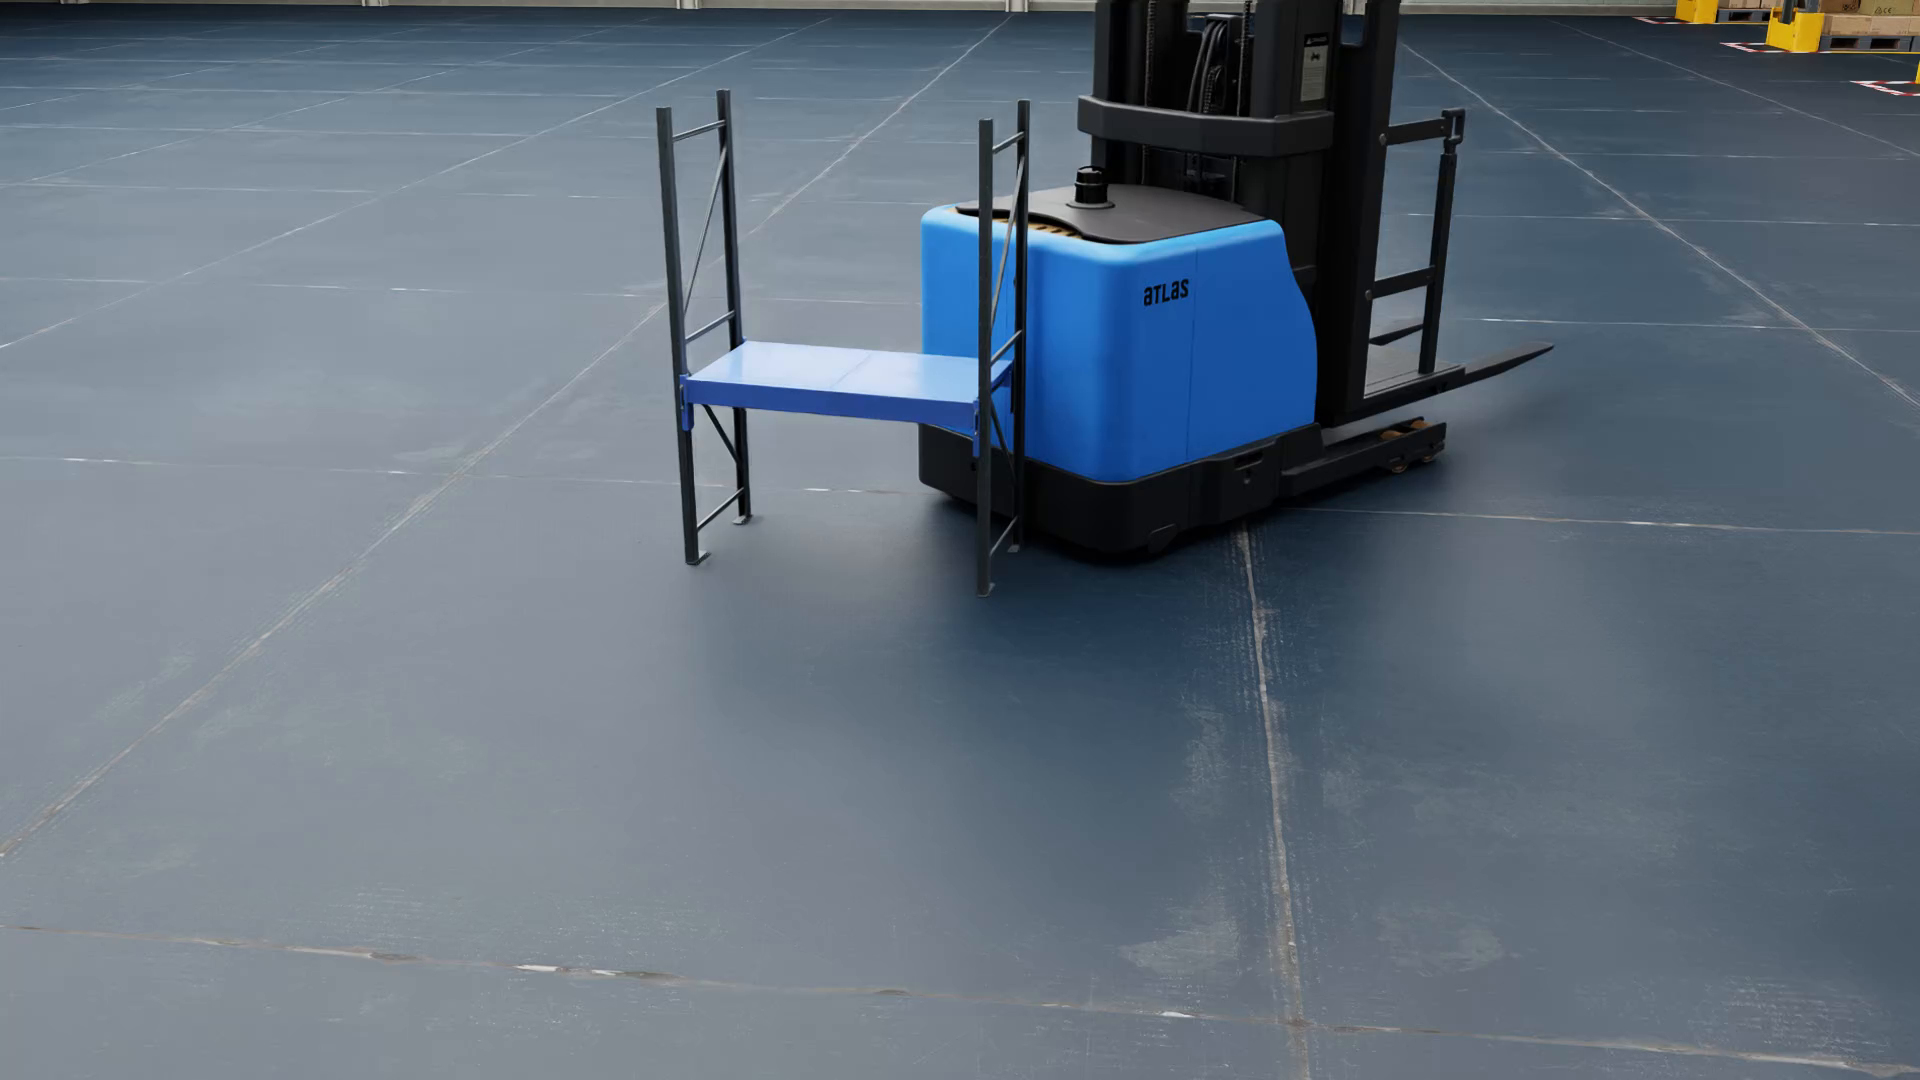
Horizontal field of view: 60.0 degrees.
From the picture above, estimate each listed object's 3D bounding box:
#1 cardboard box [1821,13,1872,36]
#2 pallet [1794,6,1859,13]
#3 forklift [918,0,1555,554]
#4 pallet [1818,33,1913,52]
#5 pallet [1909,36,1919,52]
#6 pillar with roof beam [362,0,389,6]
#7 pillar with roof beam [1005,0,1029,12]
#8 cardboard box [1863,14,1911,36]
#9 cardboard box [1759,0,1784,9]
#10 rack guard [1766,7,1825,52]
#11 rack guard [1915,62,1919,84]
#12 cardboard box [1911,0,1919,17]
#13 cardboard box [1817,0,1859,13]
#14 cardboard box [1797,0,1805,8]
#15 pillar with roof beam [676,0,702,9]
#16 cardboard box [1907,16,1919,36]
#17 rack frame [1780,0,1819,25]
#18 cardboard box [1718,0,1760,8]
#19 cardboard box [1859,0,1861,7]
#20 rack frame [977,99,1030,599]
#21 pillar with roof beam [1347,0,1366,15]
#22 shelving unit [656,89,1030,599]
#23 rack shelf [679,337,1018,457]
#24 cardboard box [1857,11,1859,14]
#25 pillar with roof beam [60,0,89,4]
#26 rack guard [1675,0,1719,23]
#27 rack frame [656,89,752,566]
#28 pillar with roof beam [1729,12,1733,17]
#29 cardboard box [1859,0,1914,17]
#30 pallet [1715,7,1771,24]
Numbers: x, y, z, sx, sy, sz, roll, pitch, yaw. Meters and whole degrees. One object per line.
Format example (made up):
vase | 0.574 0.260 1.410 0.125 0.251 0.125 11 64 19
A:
cardboard box | 12.071 -7.041 22.703 0.500 0.250 0.500 2 22 6
pallet | 14.230 -8.636 27.361 1.213 0.211 1.003 2 22 6
forklift | 1.288 -1.750 6.245 3.031 2.935 1.130 -18 28 -38
pallet | 12.329 -6.914 23.006 1.213 0.211 1.003 2 22 6
pallet | 13.537 -6.861 22.870 1.213 0.211 1.003 2 22 6
pillar with roof beam | -11.399 -12.580 25.384 0.400 9.000 9.100 2 22 6
pillar with roof beam | 0.517 -12.061 24.071 0.400 9.000 9.100 2 22 6
cardboard box | 12.568 -7.021 22.652 0.500 0.250 0.500 2 22 6
cardboard box | 13.386 -8.904 27.306 0.500 0.311 0.500 4 22 11
rack guard | 11.541 -7.068 23.001 0.348 0.500 1.175 2 22 6
rack guard | 11.059 -5.272 18.459 0.348 0.500 1.175 2 22 6
cardboard box | 13.066 -7.352 22.469 0.500 0.500 0.500 2 22 6
cardboard box | 12.132 -7.580 23.045 0.500 0.500 0.500 2 22 6
cardboard box | 14.109 -8.942 27.145 0.500 0.500 0.700 1 22 3
pillar with roof beam | -5.441 -12.320 24.727 0.400 9.000 9.100 2 22 6
cardboard box | 13.064 -6.999 22.596 0.500 0.250 0.500 2 22 6
rack frame | 11.564 -8.229 22.539 0.127 3.000 1.000 2 22 6
cardboard box | 12.820 -8.929 27.368 0.500 0.311 0.500 0 22 0
cardboard box | 15.080 -8.937 27.131 0.500 0.500 0.500 1 22 2
rack frame | 0.138 -0.598 5.278 0.032 1.500 0.500 6 22 15
pillar with roof beam | 6.476 -11.801 23.414 0.400 9.000 9.100 2 22 6
shelving unit | -0.351 -0.650 5.407 1.048 1.500 0.538 6 22 15
rack shelf | -0.351 -0.482 5.474 1.000 0.185 0.538 6 22 15
cardboard box | 12.630 -7.213 23.138 0.500 0.250 0.500 2 22 6
pillar with roof beam | -17.358 -12.839 26.041 0.400 9.000 9.100 2 22 6
rack guard | 12.219 -8.872 27.565 0.348 0.500 1.175 2 22 6
rack frame | -0.840 -0.701 5.537 0.032 1.500 0.500 6 22 15
pillar with roof beam | 12.434 -11.541 22.757 0.400 9.000 9.100 2 22 6
cardboard box | 12.567 -7.369 22.512 0.500 0.500 0.500 2 22 6
pallet | 13.022 -8.690 27.497 1.213 0.211 1.003 2 22 6
